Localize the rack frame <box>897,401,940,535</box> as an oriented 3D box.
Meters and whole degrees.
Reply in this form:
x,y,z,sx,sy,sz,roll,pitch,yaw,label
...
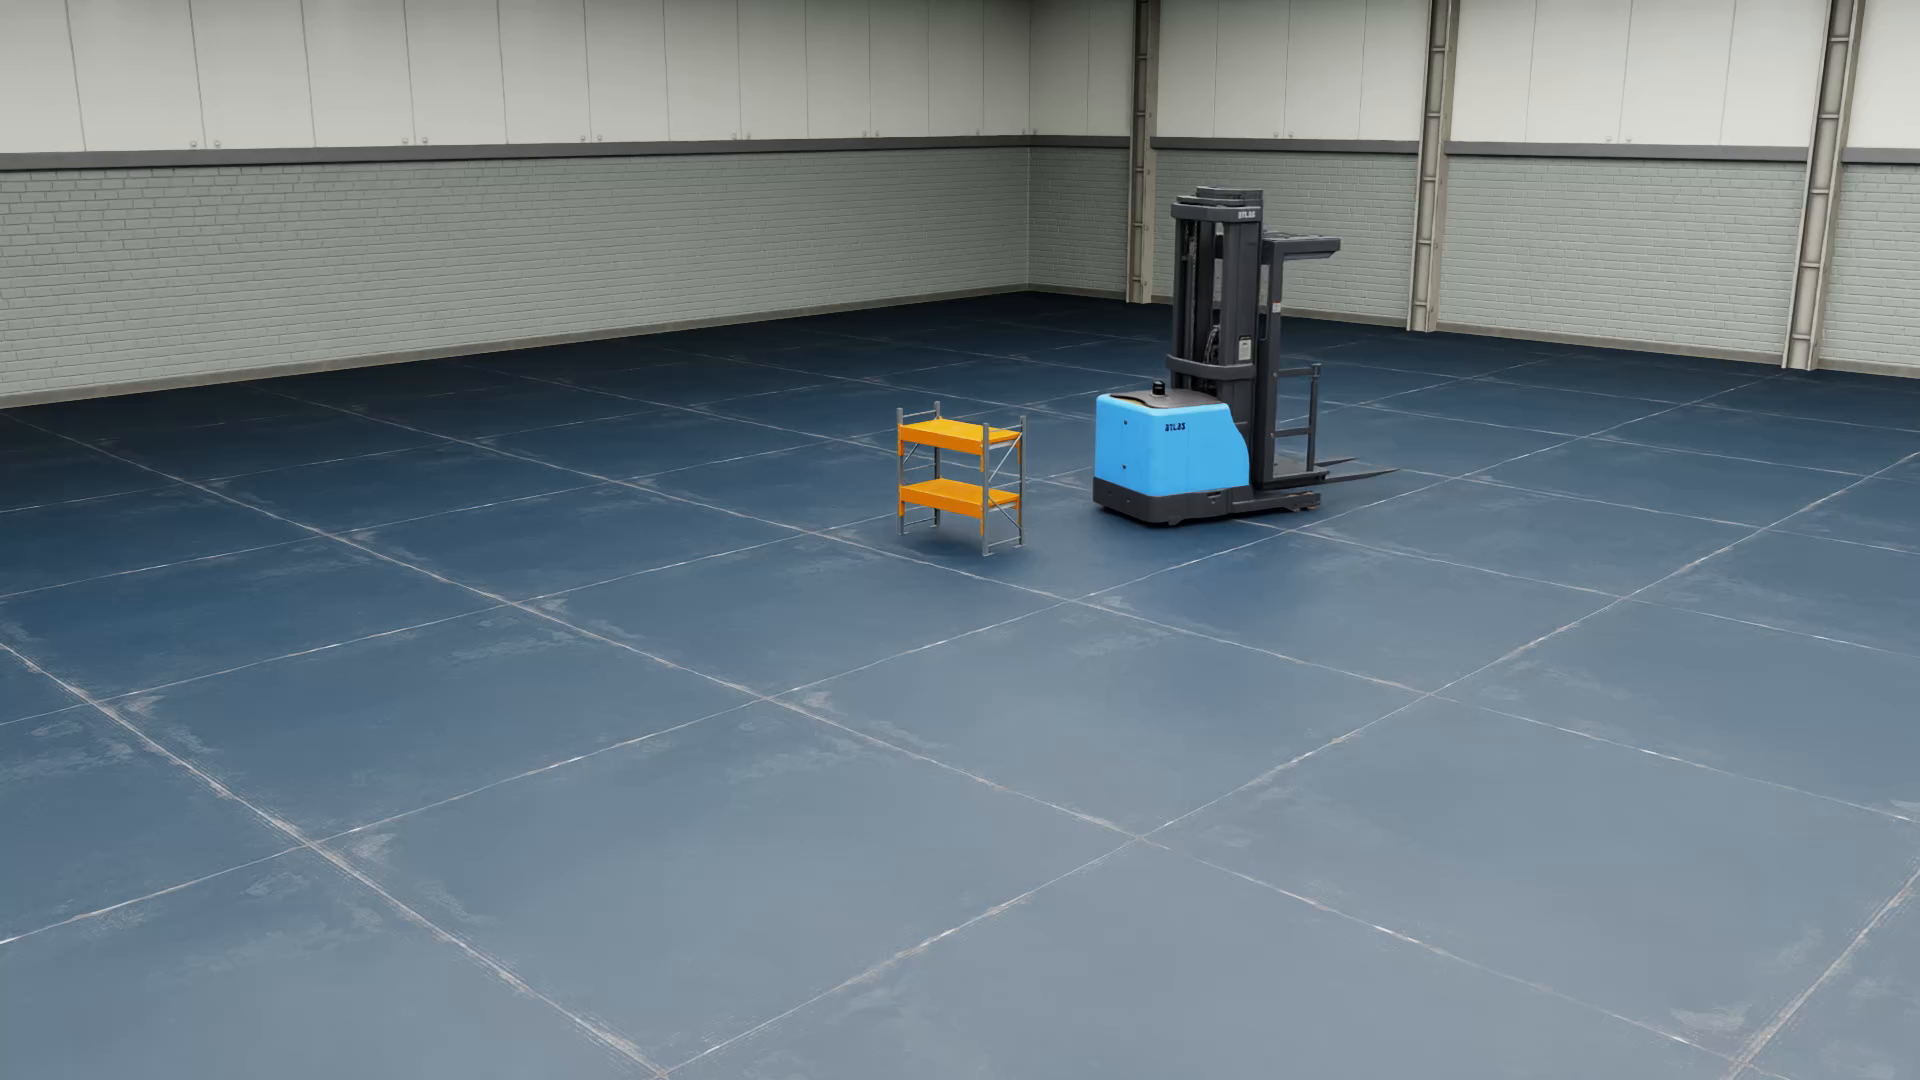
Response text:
x,y,z,sx,sy,sz,roll,pitch,yaw,label
-0.361,-0.632,14.627,0.032,1.125,0.500,14,20,42,rack frame

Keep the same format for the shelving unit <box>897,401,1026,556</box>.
x,y,z,sx,sy,sz,roll,pitch,yaw,label
0.005,-0.543,14.286,1.048,1.125,0.538,14,20,42,shelving unit

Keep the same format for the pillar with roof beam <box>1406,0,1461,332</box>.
x,y,z,sx,sy,sz,roll,pitch,yaw,label
4.772,-7.098,23.825,0.400,9.000,9.100,14,20,42,pillar with roof beam

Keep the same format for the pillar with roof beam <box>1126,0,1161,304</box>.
x,y,z,sx,sy,sz,roll,pitch,yaw,label
0.453,-8.148,27.855,0.400,9.000,9.100,14,20,42,pillar with roof beam

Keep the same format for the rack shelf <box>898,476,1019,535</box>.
x,y,z,sx,sy,sz,roll,pitch,yaw,label
0.005,-0.307,14.347,1.000,0.278,0.538,14,20,42,rack shelf

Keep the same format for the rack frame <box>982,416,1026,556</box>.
x,y,z,sx,sy,sz,roll,pitch,yaw,label
0.371,-0.454,13.944,0.032,1.125,0.500,14,20,42,rack frame

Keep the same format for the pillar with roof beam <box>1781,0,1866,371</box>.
x,y,z,sx,sy,sz,roll,pitch,yaw,label
9.092,-6.048,19.795,0.400,9.000,9.100,14,20,42,pillar with roof beam

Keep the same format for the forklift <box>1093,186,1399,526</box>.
x,y,z,sx,sy,sz,roll,pitch,yaw,label
2.788,-1.787,15.476,3.031,2.935,1.130,-8,16,-27,forklift

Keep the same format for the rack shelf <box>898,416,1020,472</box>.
x,y,z,sx,sy,sz,roll,pitch,yaw,label
0.005,-0.826,14.212,1.000,0.278,0.538,14,20,42,rack shelf
